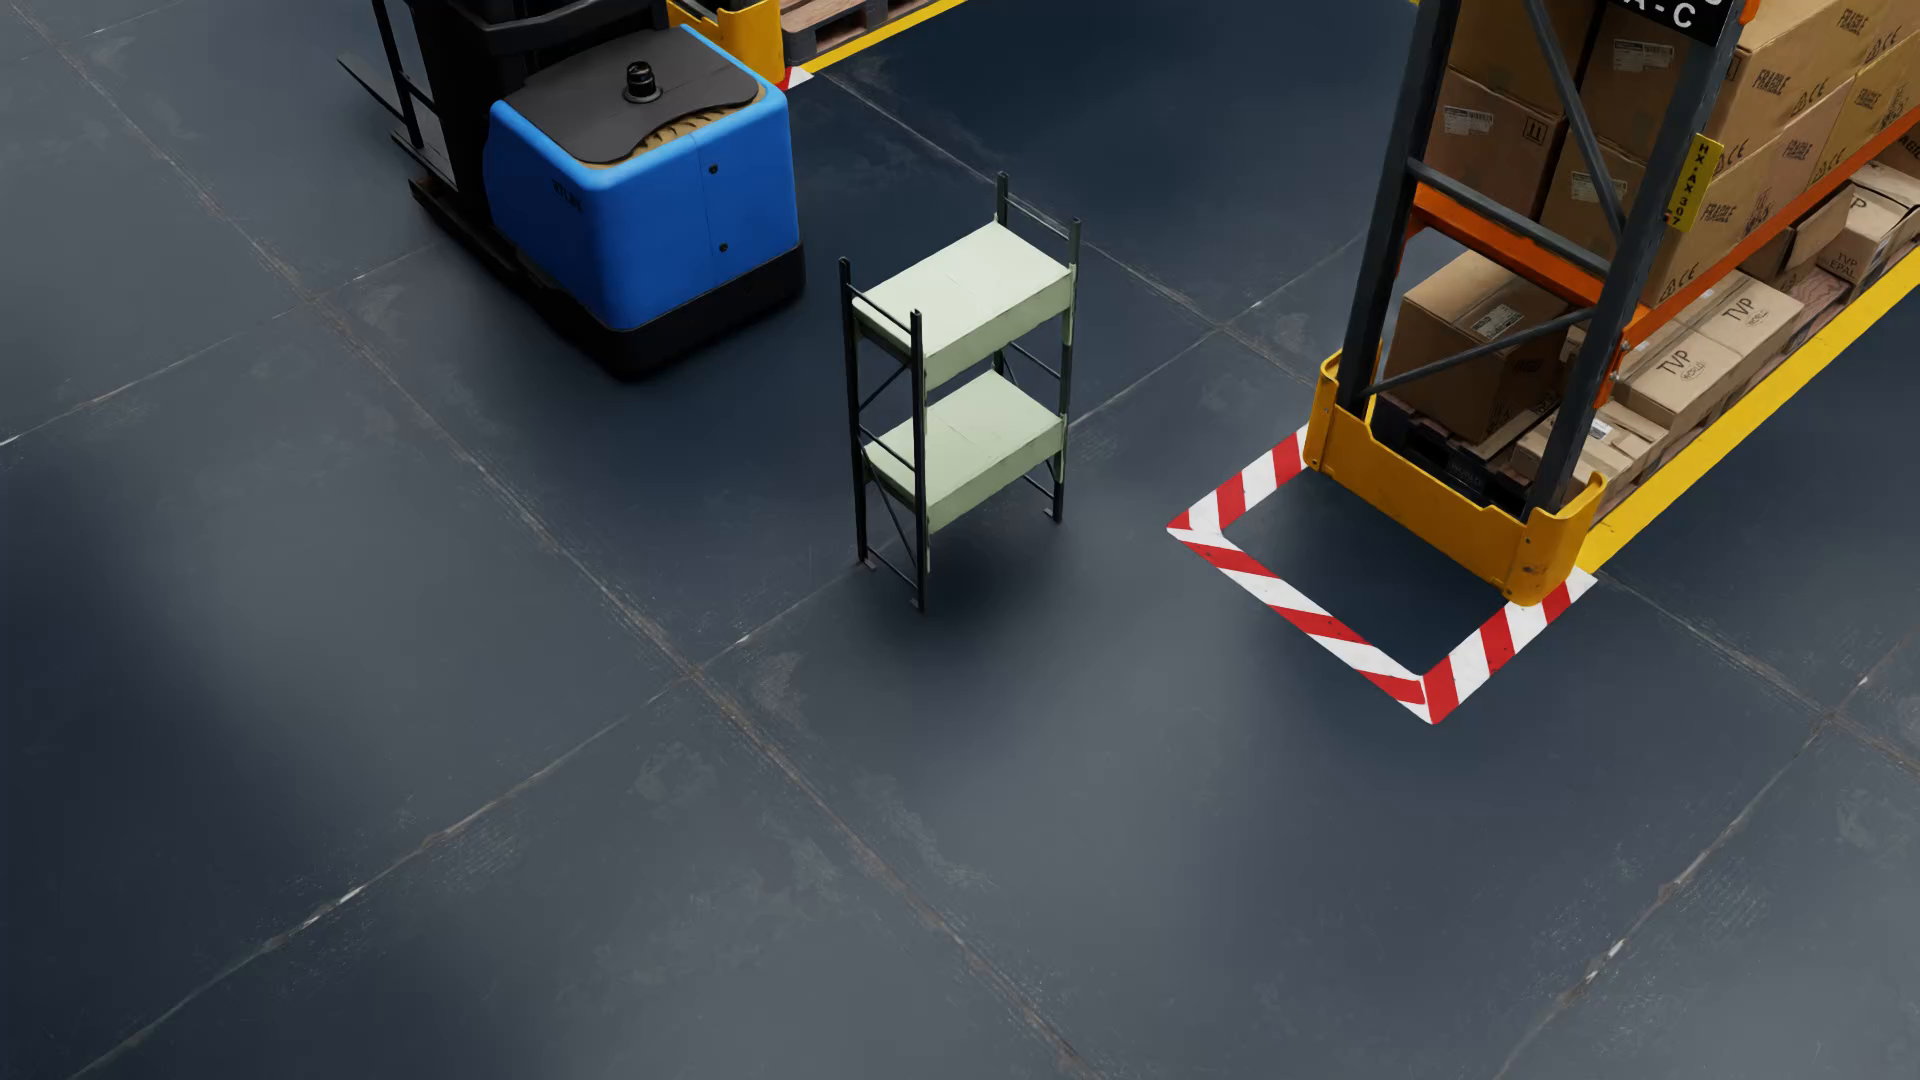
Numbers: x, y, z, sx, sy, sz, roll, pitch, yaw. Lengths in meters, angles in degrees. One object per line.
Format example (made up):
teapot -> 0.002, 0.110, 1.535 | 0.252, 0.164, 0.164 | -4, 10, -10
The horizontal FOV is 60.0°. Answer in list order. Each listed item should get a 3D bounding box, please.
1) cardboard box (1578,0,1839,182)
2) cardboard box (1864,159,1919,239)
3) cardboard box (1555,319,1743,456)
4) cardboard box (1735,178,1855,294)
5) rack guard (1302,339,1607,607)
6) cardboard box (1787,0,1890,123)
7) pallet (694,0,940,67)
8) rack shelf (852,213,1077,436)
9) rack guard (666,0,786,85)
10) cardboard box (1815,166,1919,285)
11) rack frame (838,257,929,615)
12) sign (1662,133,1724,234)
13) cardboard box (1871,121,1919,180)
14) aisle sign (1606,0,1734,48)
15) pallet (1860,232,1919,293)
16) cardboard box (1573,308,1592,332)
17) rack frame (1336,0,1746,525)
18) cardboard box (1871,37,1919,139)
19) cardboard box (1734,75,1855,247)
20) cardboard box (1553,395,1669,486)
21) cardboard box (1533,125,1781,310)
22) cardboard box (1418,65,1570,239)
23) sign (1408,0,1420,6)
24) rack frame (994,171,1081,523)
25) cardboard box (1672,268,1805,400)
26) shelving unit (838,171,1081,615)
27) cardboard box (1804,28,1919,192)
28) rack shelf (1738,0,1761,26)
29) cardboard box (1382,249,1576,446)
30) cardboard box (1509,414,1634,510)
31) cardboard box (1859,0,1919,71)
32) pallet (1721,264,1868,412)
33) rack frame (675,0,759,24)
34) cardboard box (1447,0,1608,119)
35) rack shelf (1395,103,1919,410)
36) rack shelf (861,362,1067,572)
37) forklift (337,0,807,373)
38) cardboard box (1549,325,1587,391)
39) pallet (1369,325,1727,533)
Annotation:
cardboard box -> 2.399, -1.549, 5.390 | 0.500, 0.500, 0.500 | -32, 55, -26
cardboard box -> 4.385, -1.606, 7.832 | 0.250, 0.149, 0.380 | -34, 56, -27
cardboard box -> 2.856, -0.679, 6.907 | 0.500, 0.250, 0.500 | -34, 56, -27
cardboard box -> 3.466, -1.449, 7.445 | 0.637, 0.503, 0.797 | -34, 56, -27
rack guard -> 1.949, -0.290, 6.677 | 0.348, 0.500, 1.175 | -34, 56, -27
cardboard box -> 2.780, -1.812, 5.632 | 0.500, 0.500, 0.500 | -33, 55, -27
pallet -> -0.800, -3.237, 9.593 | 1.213, 0.211, 1.003 | -34, 56, -27
rack shelf -> 0.005, -0.777, 5.915 | 0.720, 0.370, 0.431 | -34, 56, -27
rack guard -> -1.446, -2.929, 9.112 | 0.348, 0.500, 1.175 | -34, 56, -27
cardboard box -> 4.067, -1.509, 7.631 | 0.500, 0.311, 0.500 | -34, 56, -27
rack frame -> -0.266, -0.331, 6.035 | 0.023, 1.500, 0.400 | -34, 56, -27
sign -> 2.258, -1.099, 5.134 | 0.005, 0.325, 0.100 | -34, 56, -27
cardboard box -> 4.622, -1.943, 7.904 | 0.500, 0.500, 0.500 | -34, 56, -27
aisle sign -> 2.040, -1.788, 4.590 | 0.004, 0.787, 0.394 | -34, 56, -27
pallet -> 4.344, -1.793, 8.261 | 1.213, 0.211, 1.003 | -34, 56, -27
cardboard box -> 2.852, -1.173, 7.363 | 0.500, 0.250, 0.500 | -34, 56, -27
rack frame -> 1.893, -1.100, 5.724 | 0.127, 3.000, 1.000 | -34, 56, -27
cardboard box -> 3.521, -1.961, 6.450 | 0.500, 0.500, 0.500 | -33, 55, -27
cardboard box -> 2.777, -1.468, 5.996 | 0.500, 0.500, 0.500 | -34, 56, -27
cardboard box -> 2.619, -0.432, 6.736 | 0.250, 0.166, 0.380 | -34, 56, -27
cardboard box -> 2.399, -1.210, 5.758 | 0.500, 0.500, 0.500 | -33, 55, -26
cardboard box -> 2.041, -1.504, 6.028 | 0.500, 0.500, 0.500 | -32, 55, -26
sign -> 1.534, -1.912, 5.470 | 0.005, 0.325, 0.100 | -34, 56, -27
rack frame -> 0.276, -0.693, 6.369 | 0.023, 1.500, 0.400 | -34, 56, -27
cardboard box -> 3.226, -0.926, 7.135 | 0.500, 0.250, 0.500 | -34, 56, -27
shelving unit -> 0.005, -0.512, 6.202 | 0.755, 1.500, 0.431 | -34, 56, -27
cardboard box -> 3.150, -1.715, 6.223 | 0.500, 0.500, 0.500 | -34, 56, -27
rack shelf -> 3.373, -2.862, 5.799 | 4.000, 0.370, 1.077 | -34, 56, -27
cardboard box -> 2.129, -0.804, 6.853 | 0.500, 0.500, 0.500 | -34, 56, -27
cardboard box -> 2.434, -0.303, 6.629 | 0.250, 0.149, 0.380 | -34, 56, -27
cardboard box -> 3.154, -2.056, 5.858 | 0.500, 0.500, 0.500 | -33, 55, -27
pallet -> 3.441, -1.187, 7.702 | 1.213, 0.211, 1.003 | -34, 56, -27
rack frame -> -1.437, -3.796, 8.211 | 0.127, 3.000, 1.000 | -34, 56, -27
cardboard box -> 2.037, -1.843, 5.661 | 0.500, 0.500, 0.500 | -34, 56, -27
rack shelf -> 3.373, -1.845, 6.901 | 4.000, 0.370, 1.077 | -34, 56, -27
rack shelf -> 0.005, -0.291, 6.441 | 0.720, 0.370, 0.431 | -34, 56, -27
forklift -> -2.063, -2.739, 7.283 | 1.130, 2.935, 3.031 | -33, 55, -26
cardboard box -> 2.490, -0.843, 7.115 | 0.250, 0.166, 0.380 | -34, 56, -27
pallet -> 2.538, -0.587, 7.148 | 1.213, 0.211, 1.003 | -34, 56, -27
